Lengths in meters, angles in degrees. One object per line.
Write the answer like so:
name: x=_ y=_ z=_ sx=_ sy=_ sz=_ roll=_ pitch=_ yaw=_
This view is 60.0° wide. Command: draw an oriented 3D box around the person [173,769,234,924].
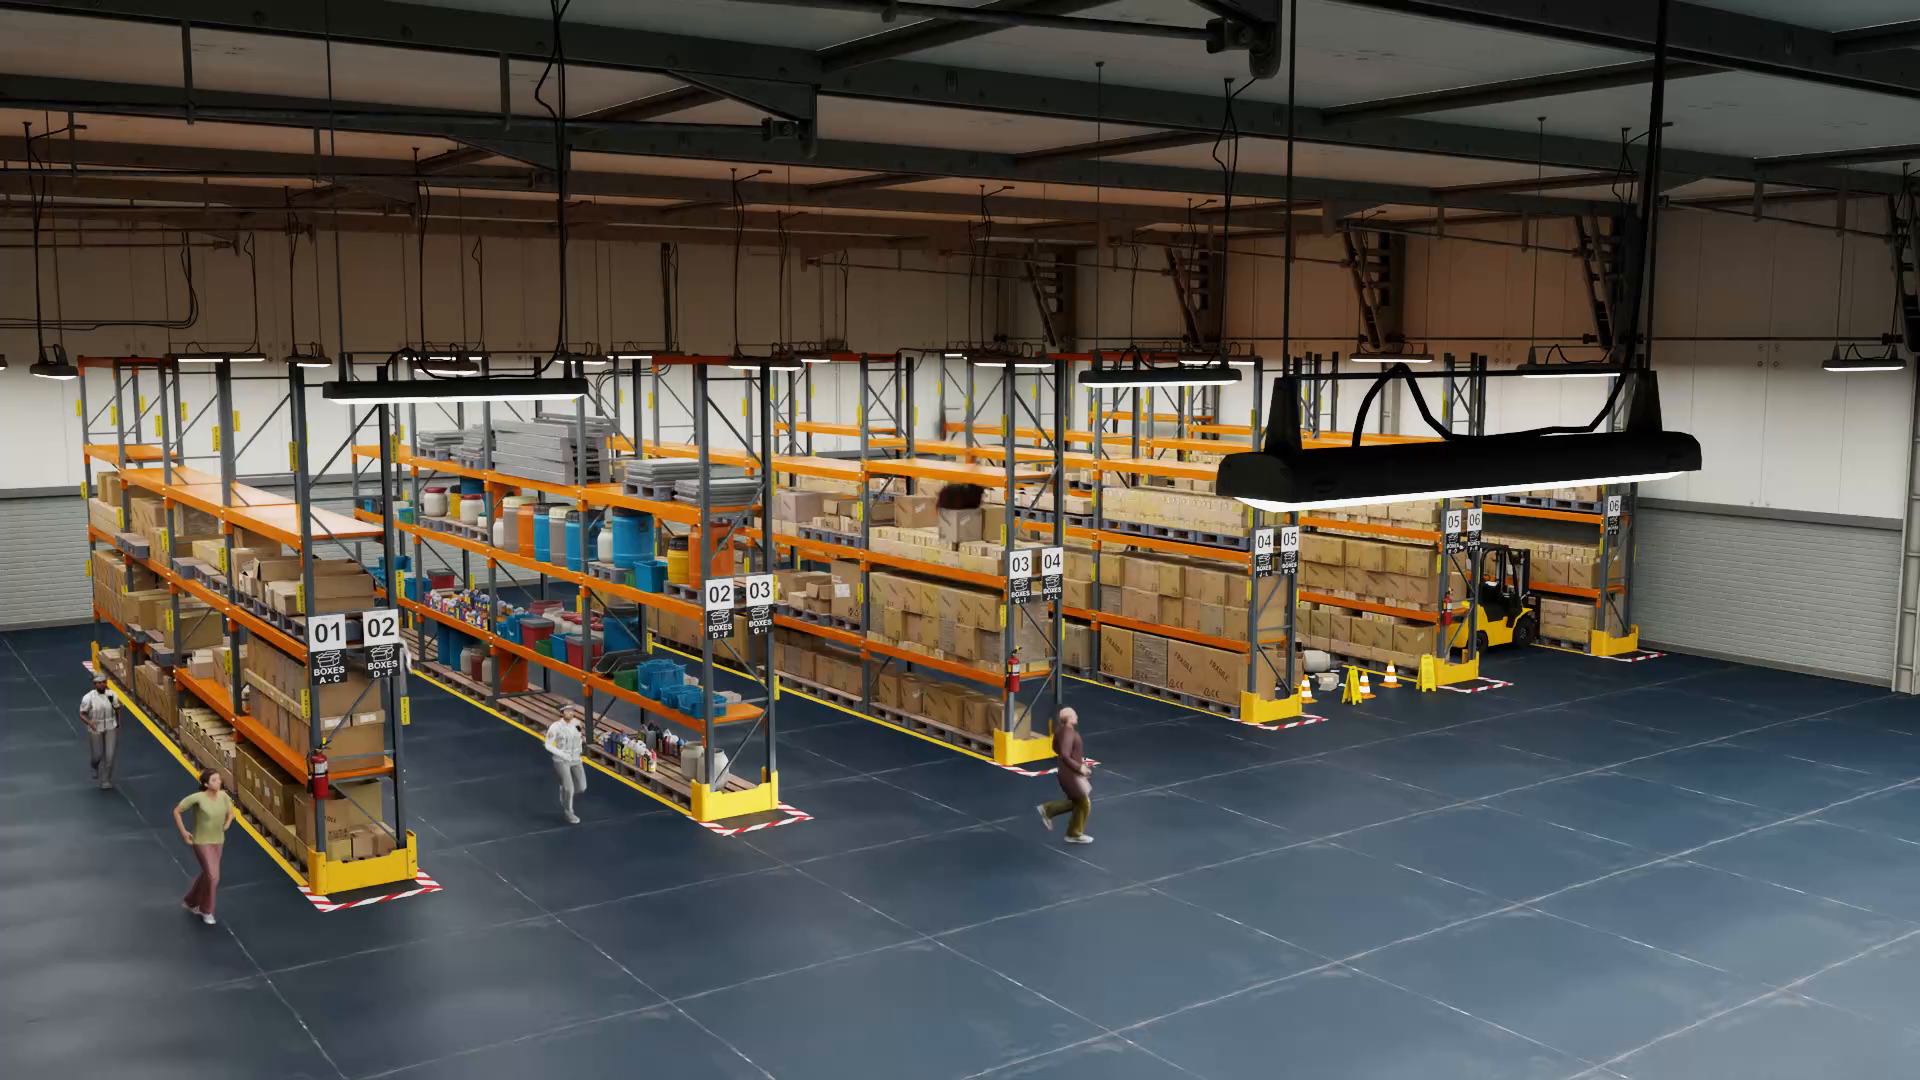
person: x=-8.229 y=3.347 z=18.180 sx=0.638 sy=1.735 sz=0.614 roll=4 pitch=8 yaw=28

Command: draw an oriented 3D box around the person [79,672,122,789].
person: x=-12.118 y=2.666 z=23.504 sx=0.562 sy=1.655 sz=0.589 roll=-6 pitch=9 yaw=-39

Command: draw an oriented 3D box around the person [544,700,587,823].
person: x=-5.145 y=2.890 z=21.794 sx=0.543 sy=1.644 sz=0.605 roll=7 pitch=10 yaw=43

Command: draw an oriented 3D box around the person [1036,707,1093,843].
person: x=1.329 y=2.959 z=20.855 sx=0.720 sy=1.743 sz=0.712 roll=-1 pitch=7 yaw=-9

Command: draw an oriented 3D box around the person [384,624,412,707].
person: x=-9.384 y=2.184 z=27.580 sx=0.616 sy=1.659 sz=0.554 roll=-4 pitch=8 yaw=-32
